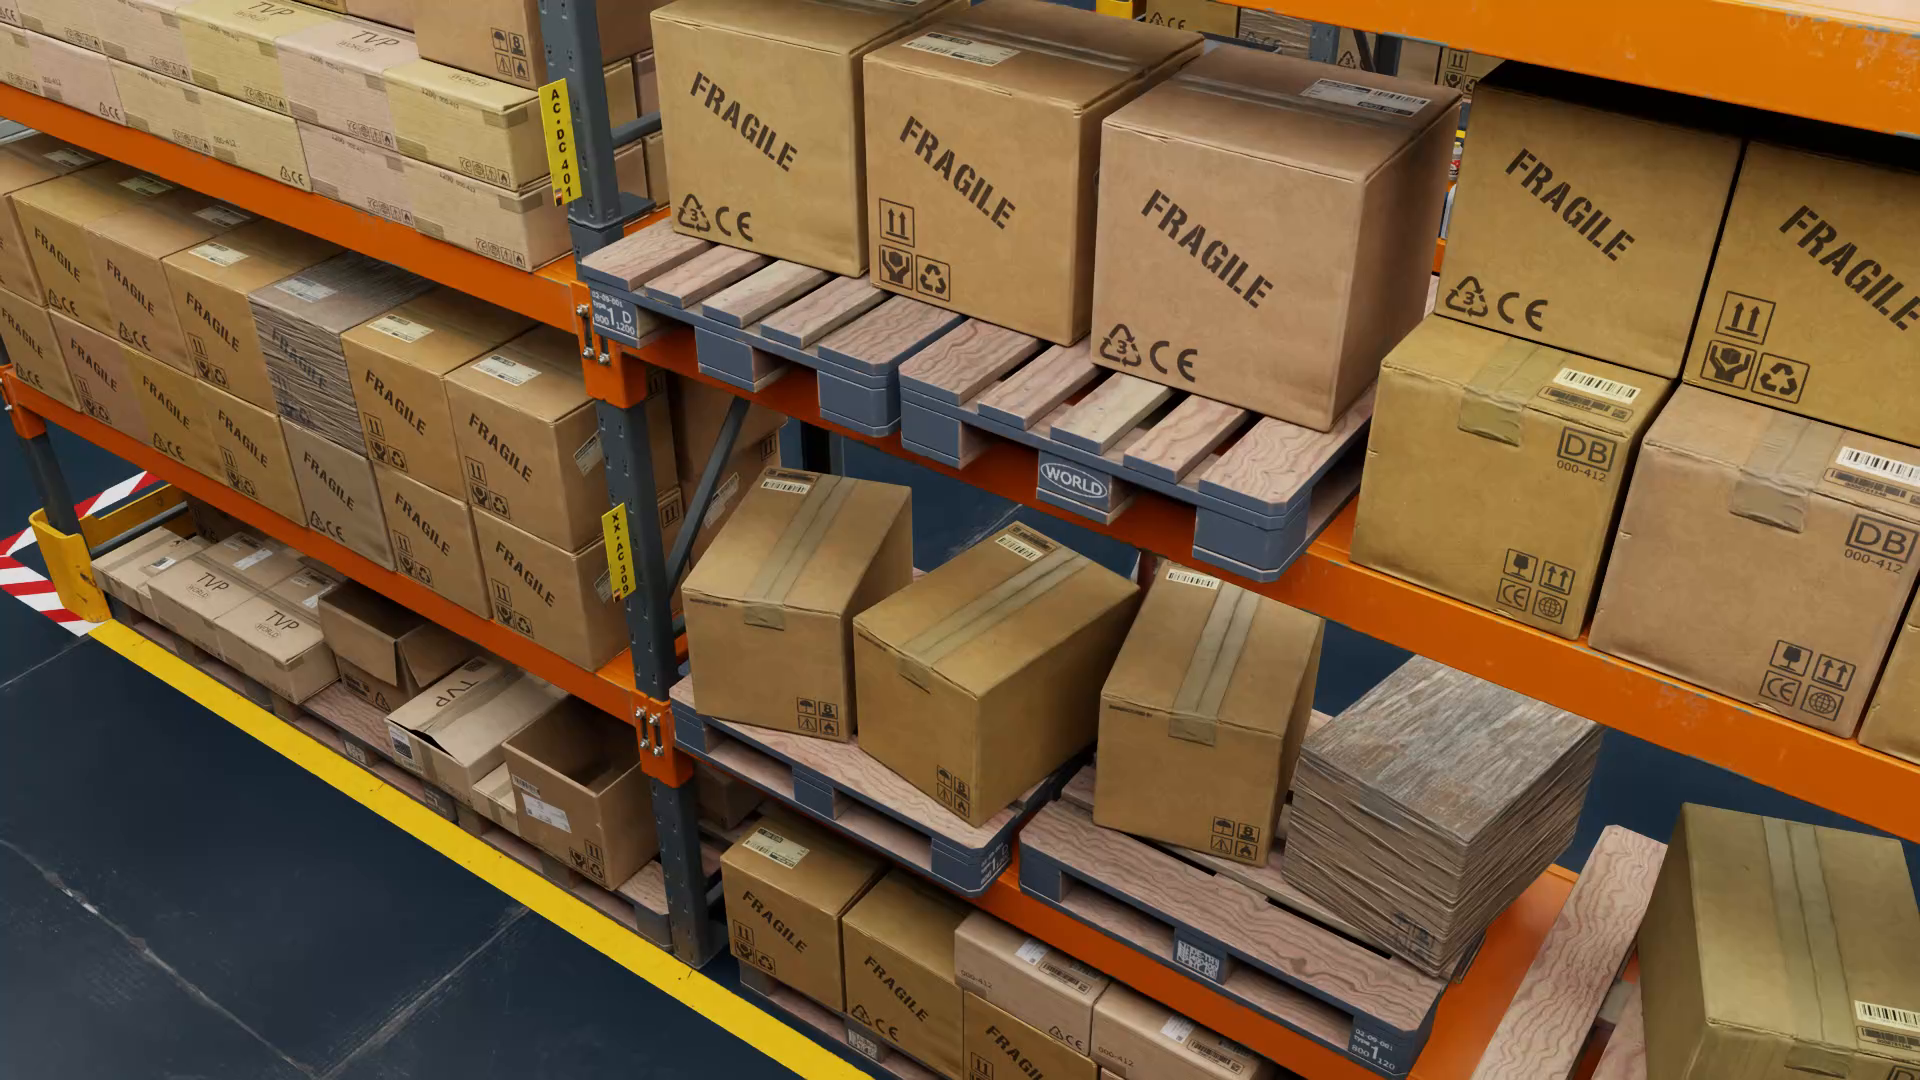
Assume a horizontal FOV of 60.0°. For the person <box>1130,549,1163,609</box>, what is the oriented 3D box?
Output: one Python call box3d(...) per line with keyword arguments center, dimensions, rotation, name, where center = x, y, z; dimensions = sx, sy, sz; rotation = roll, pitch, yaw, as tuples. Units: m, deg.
box3d(center=(0.915, 0.220, 6.790), dimensions=(0.453, 1.731, 0.496), rotation=(18, 39, 24), name="person")
